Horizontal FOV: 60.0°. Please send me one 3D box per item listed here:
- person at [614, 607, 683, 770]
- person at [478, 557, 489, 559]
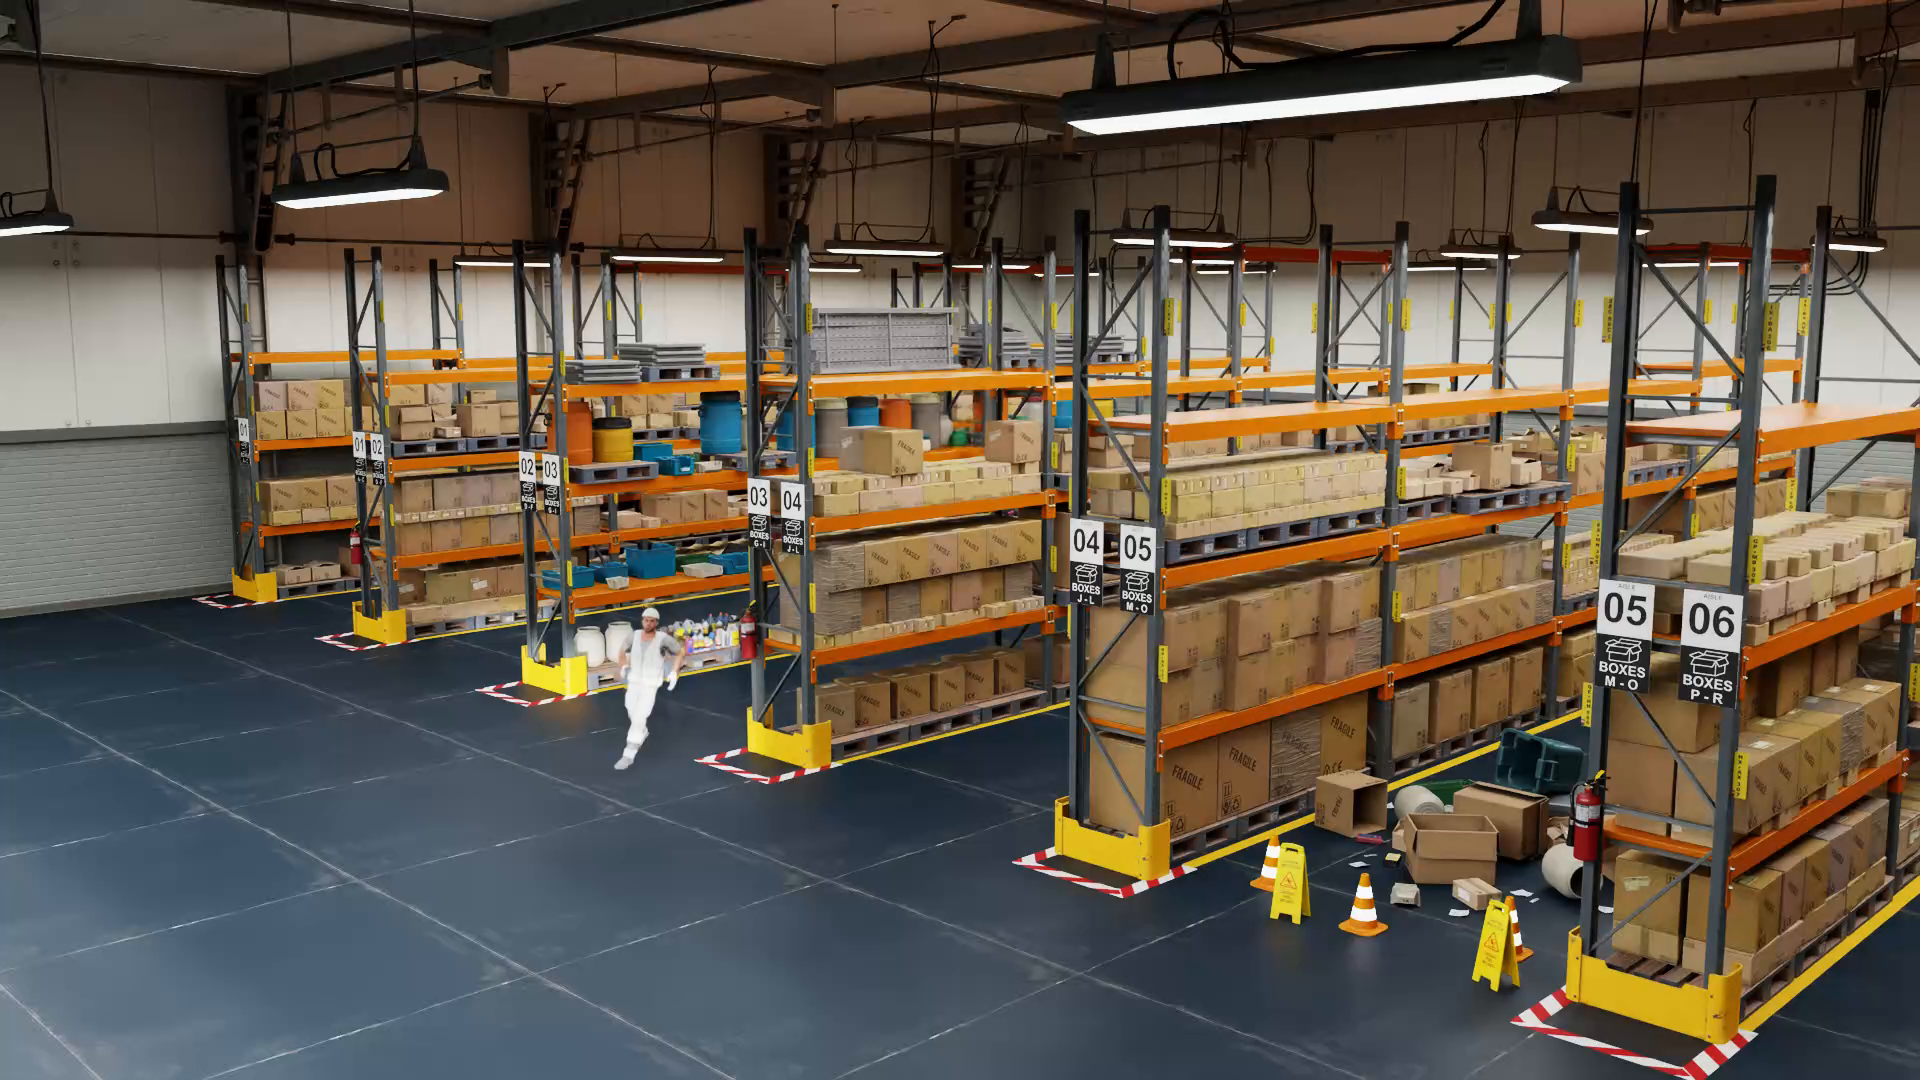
[{"bbox_3d":[-3.547,1.630,18.746,0.720,1.761,0.982,2,8,14],"label":"person"},{"bbox_3d":[-8.317,0.293,28.932,0.490,1.625,0.707,6,10,36],"label":"person"}]
